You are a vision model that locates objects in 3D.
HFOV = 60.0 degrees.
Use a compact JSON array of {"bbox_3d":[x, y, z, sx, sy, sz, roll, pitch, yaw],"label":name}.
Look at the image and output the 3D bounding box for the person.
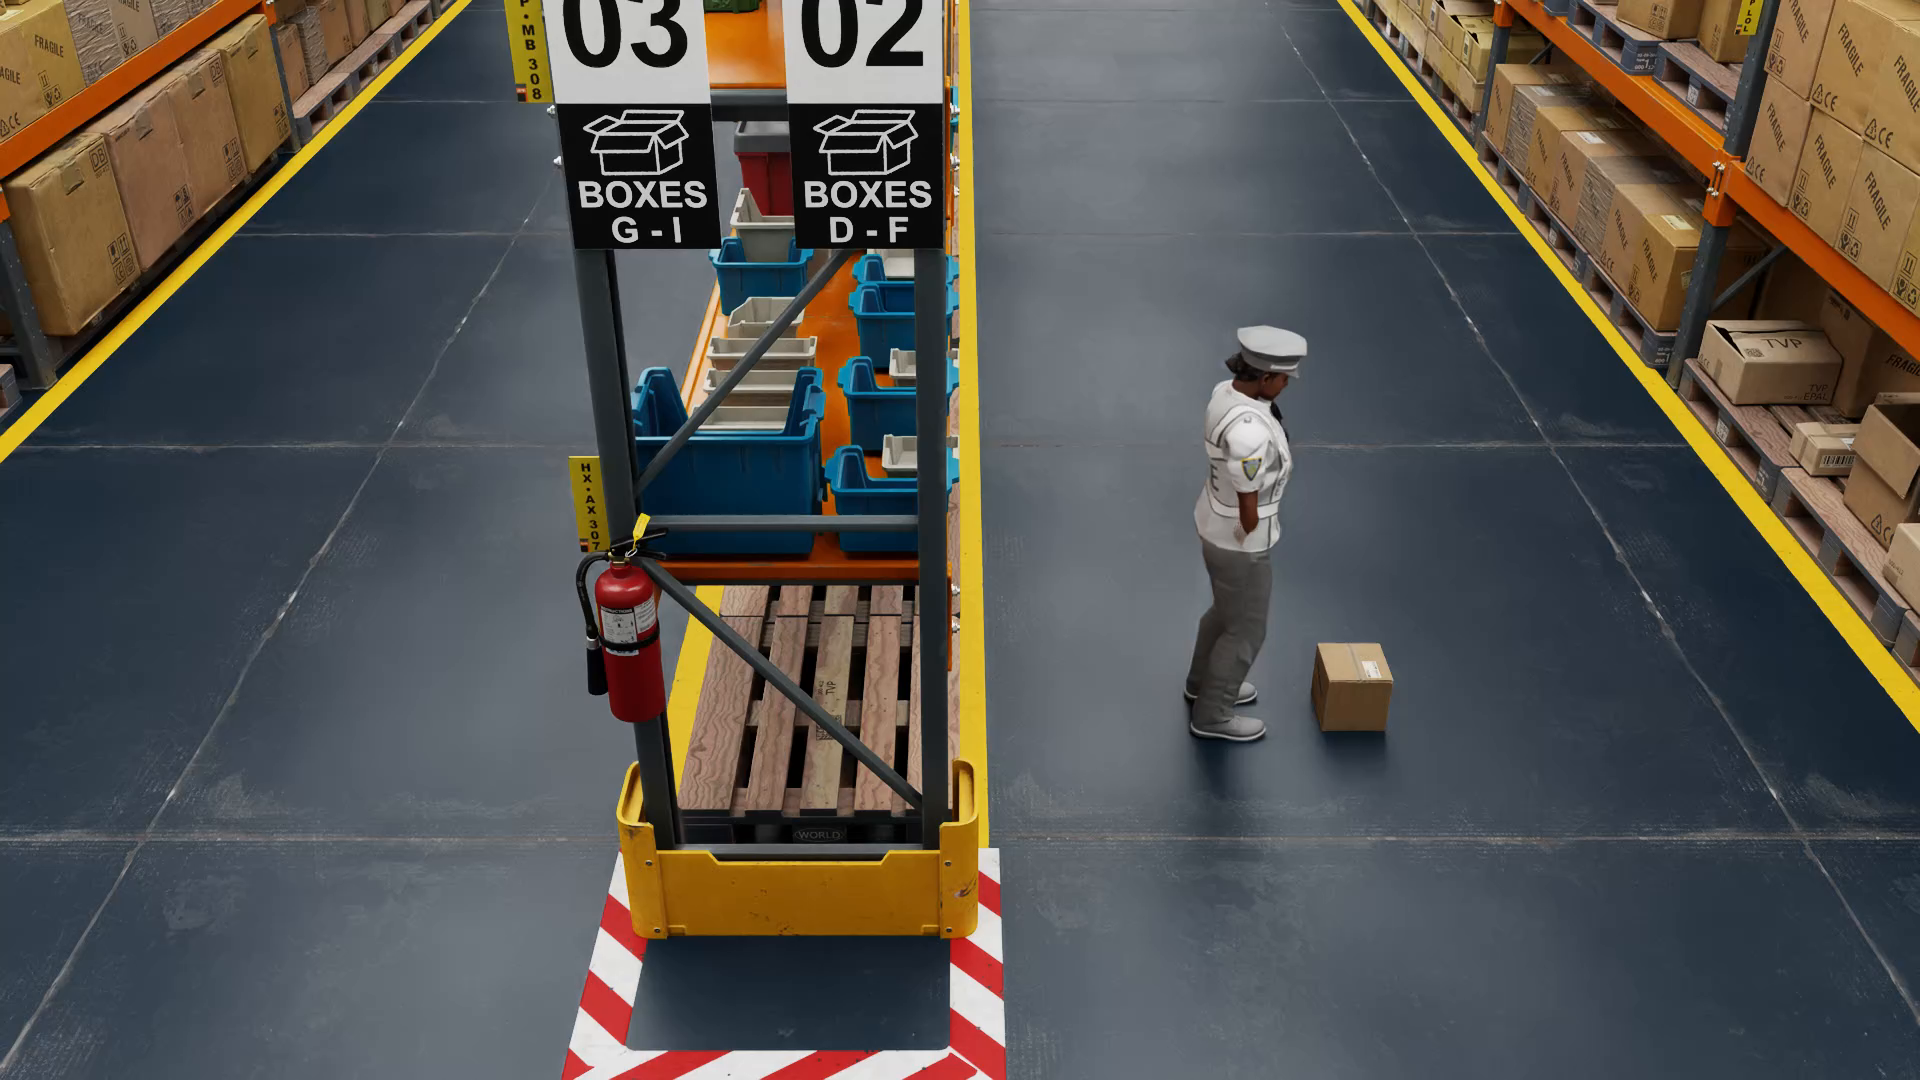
[{"bbox_3d":[1.045,-0.018,6.240,0.338,1.652,0.441,0,31,1],"label":"person"}]
